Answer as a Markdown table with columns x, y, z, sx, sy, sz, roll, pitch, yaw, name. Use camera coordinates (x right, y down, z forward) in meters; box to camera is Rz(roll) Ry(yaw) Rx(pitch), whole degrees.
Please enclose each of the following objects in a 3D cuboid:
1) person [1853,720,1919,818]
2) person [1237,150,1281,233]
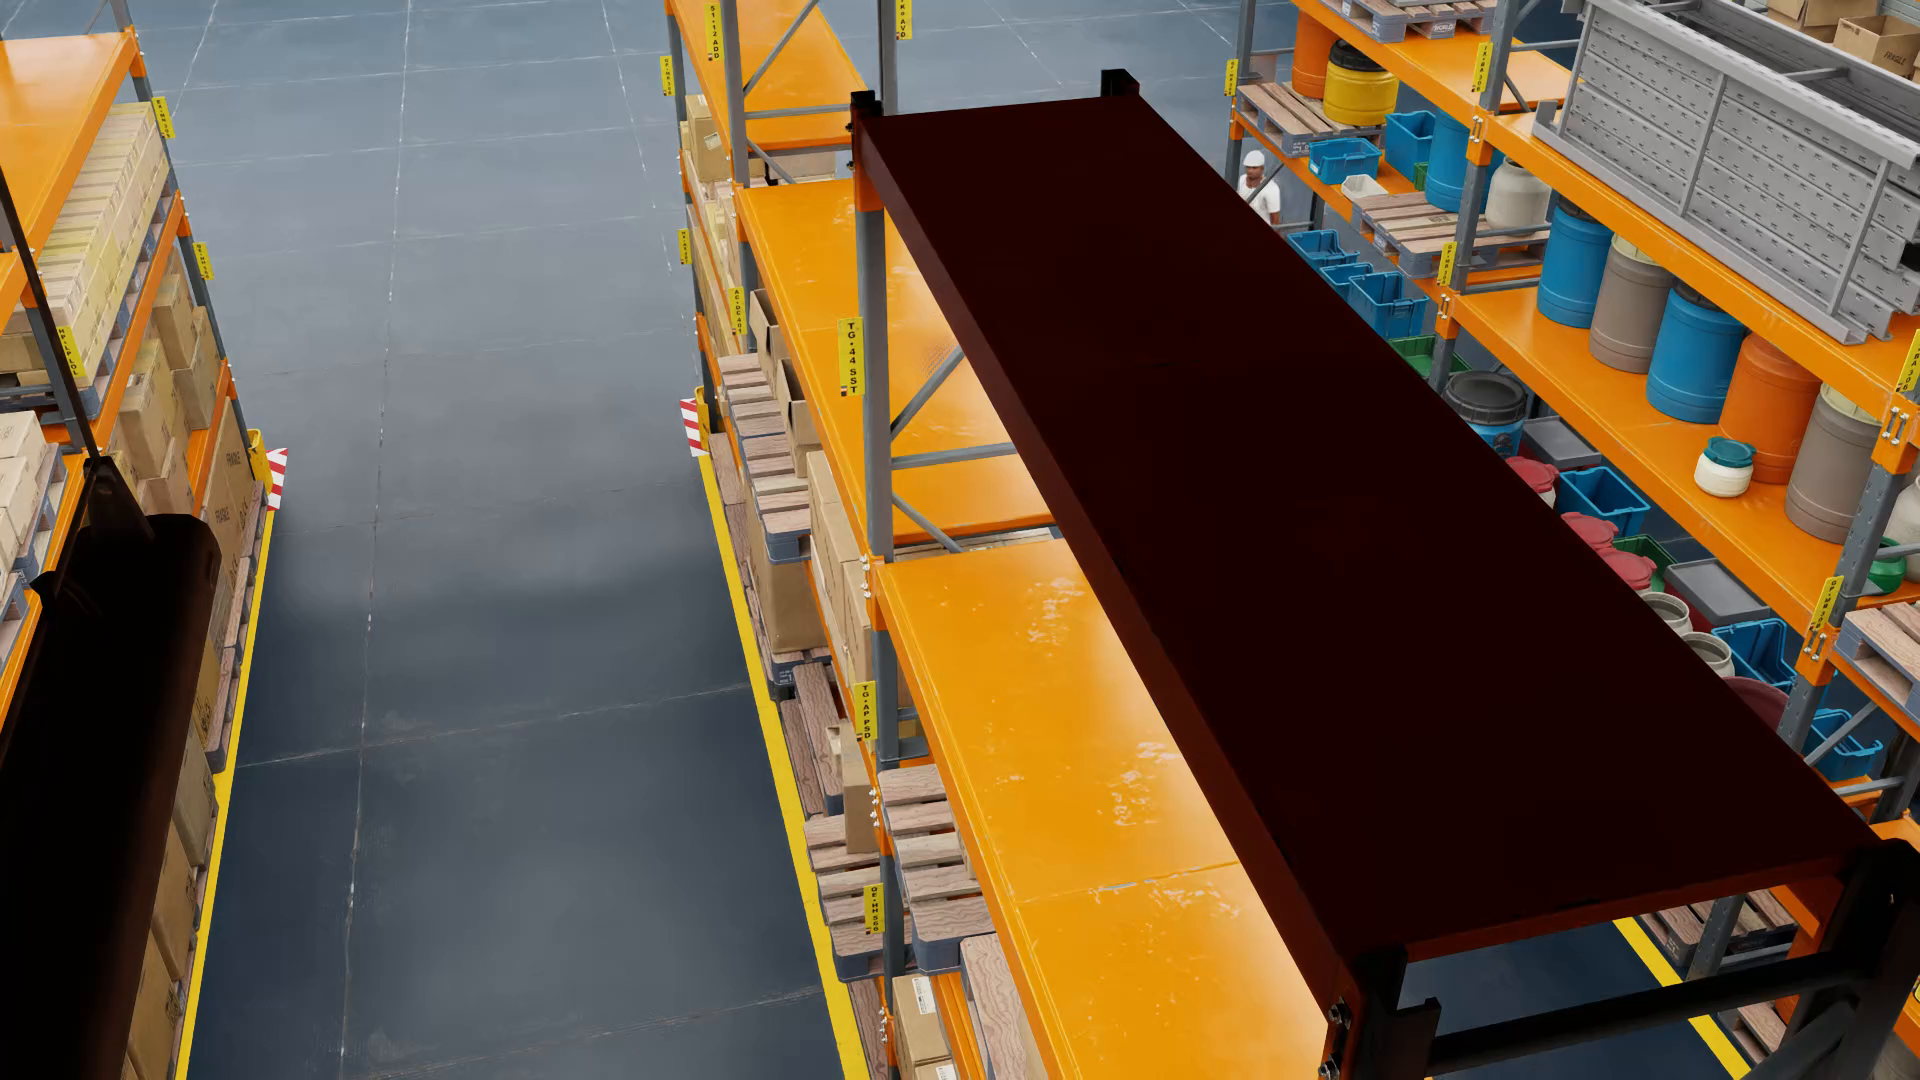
| x | y | z | sx | sy | sz | roll | pitch | yaw | name |
| --- | --- | --- | --- | --- | --- | --- | --- | --- | --- |
| 6.431 | 1.097 | 11.003 | 0.584 | 1.832 | 0.697 | 27 | 43 | 33 | person |
| 3.044 | -3.176 | 17.154 | 0.546 | 1.754 | 0.554 | -9 | 35 | -13 | person |
